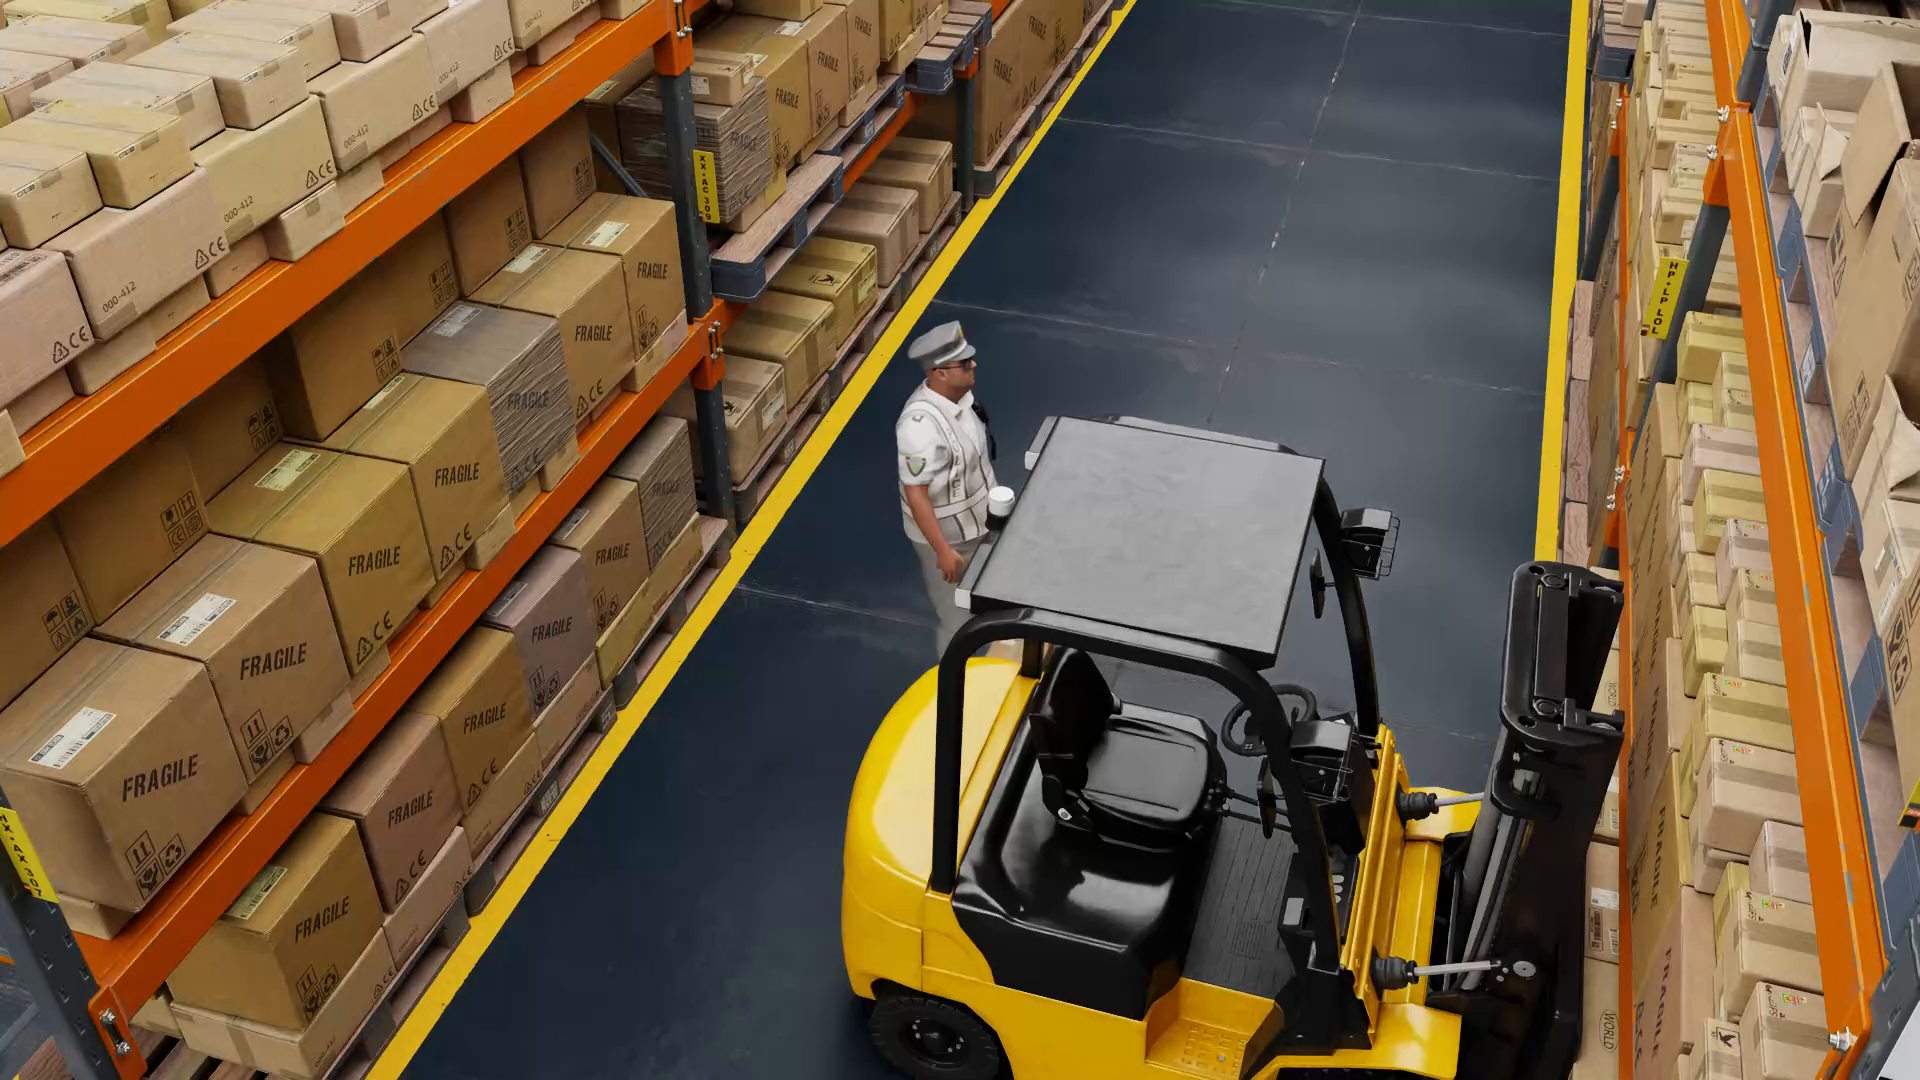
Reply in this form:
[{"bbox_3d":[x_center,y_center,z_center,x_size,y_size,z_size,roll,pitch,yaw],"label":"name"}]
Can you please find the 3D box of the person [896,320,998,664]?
[{"bbox_3d":[0.047,-0.072,6.941,0.575,1.782,0.635,11,38,14],"label":"person"}]
